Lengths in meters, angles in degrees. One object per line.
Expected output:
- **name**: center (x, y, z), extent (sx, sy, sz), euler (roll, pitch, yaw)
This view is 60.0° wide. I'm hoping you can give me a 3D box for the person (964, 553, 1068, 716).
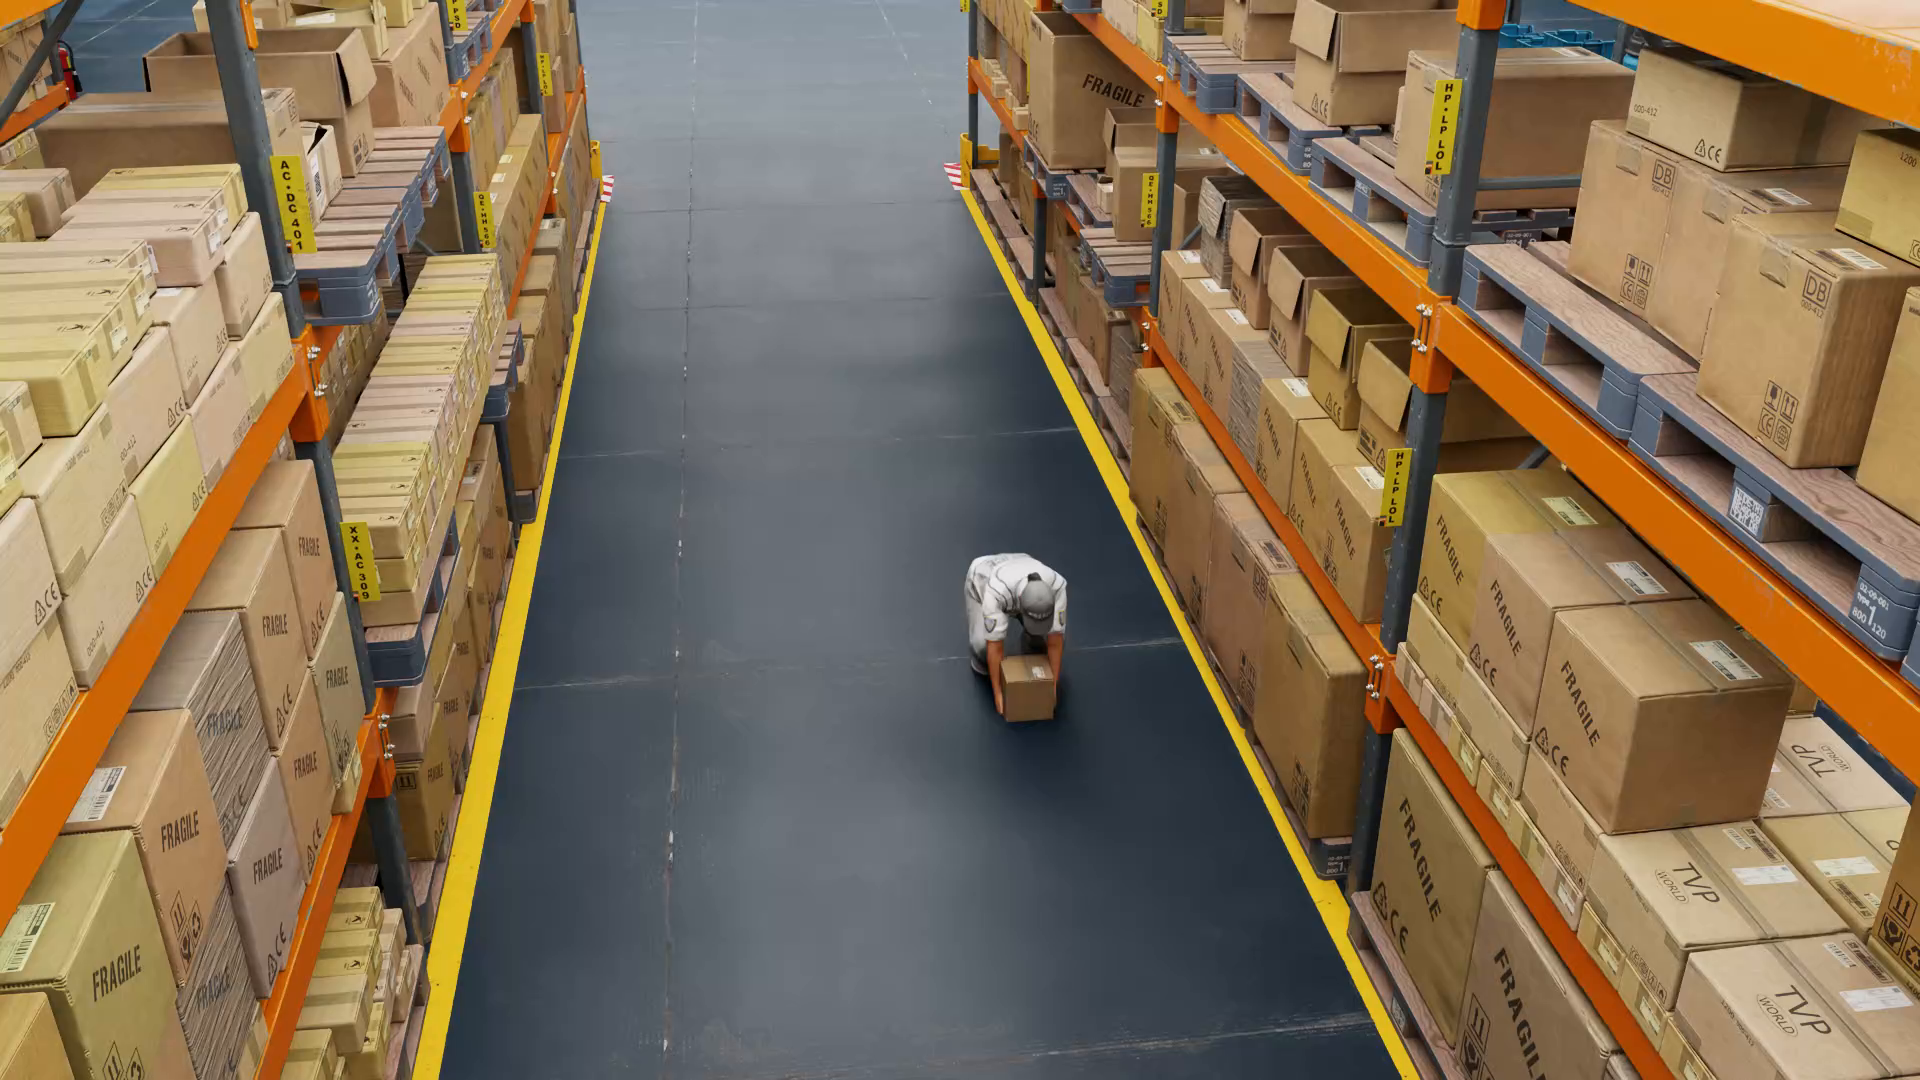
- **person**: center (0.296, 0.417, 8.851), extent (0.531, 0.805, 0.890), euler (-4, 28, -7)
